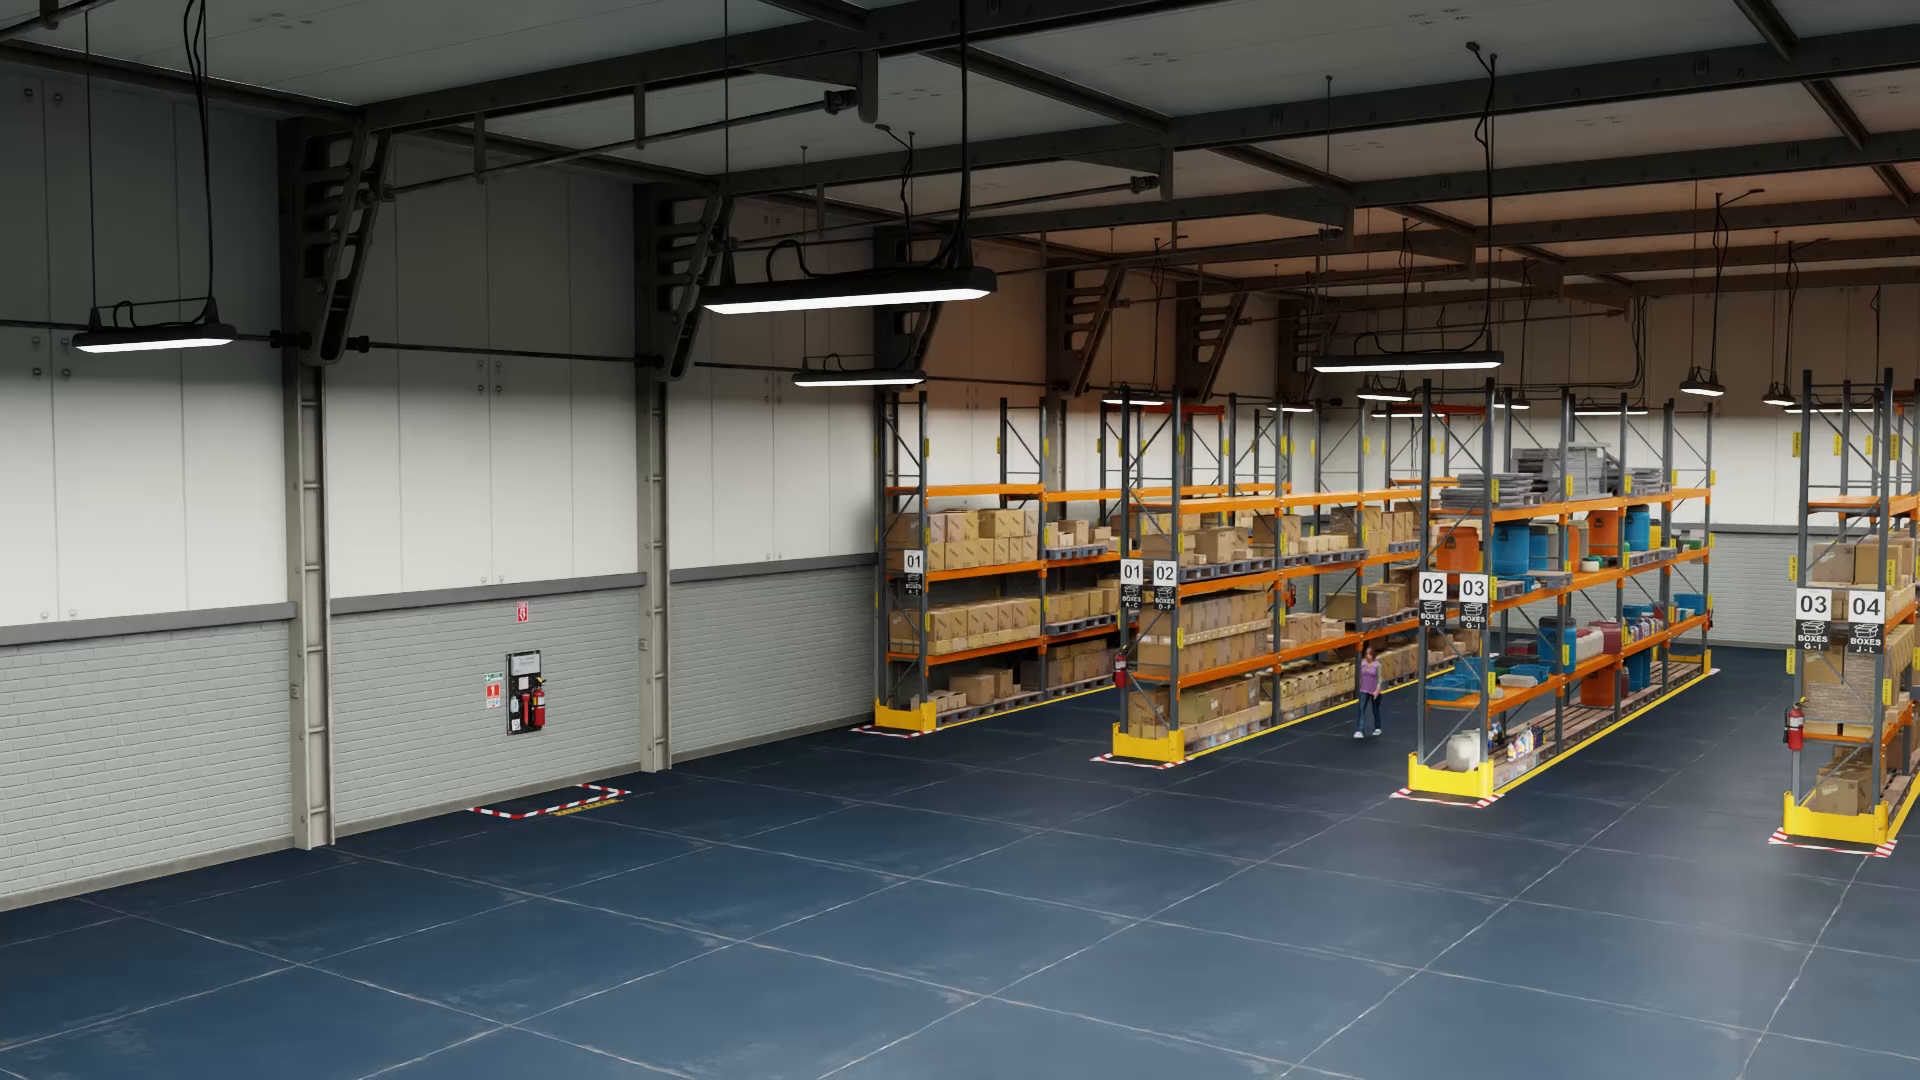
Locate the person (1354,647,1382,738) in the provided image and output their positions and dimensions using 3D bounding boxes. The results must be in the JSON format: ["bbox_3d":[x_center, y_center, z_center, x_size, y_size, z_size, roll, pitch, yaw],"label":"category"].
[{"bbox_3d":[7.042,2.623,28.574,0.431,1.548,0.943,2,4,31],"label":"person"}]

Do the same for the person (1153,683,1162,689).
[{"bbox_3d":[3.667,2.444,30.659,0.616,1.656,1.071,3,4,39],"label":"person"}]
